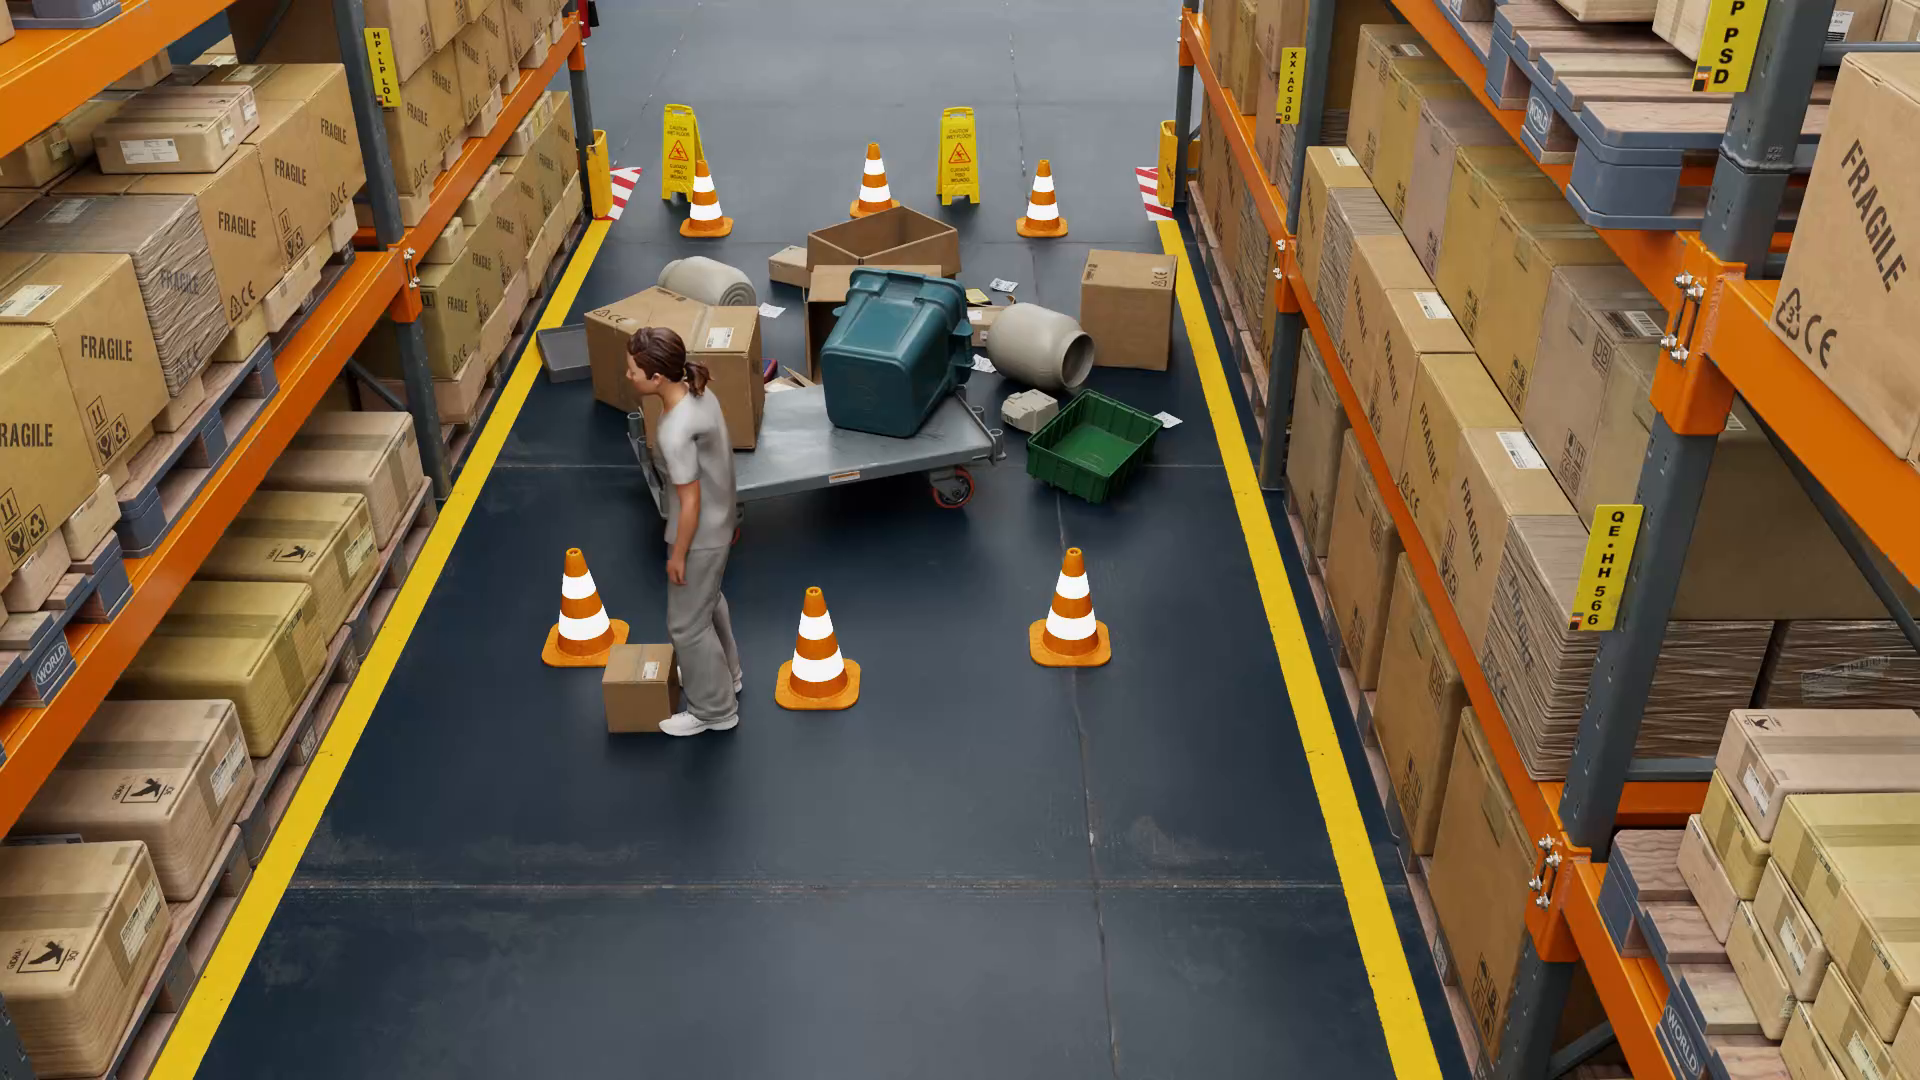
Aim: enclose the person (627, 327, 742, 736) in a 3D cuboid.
[{"bbox_3d":[-1.003,-0.031,6.186,0.360,1.672,0.484,0,32,0],"label":"person"}]
